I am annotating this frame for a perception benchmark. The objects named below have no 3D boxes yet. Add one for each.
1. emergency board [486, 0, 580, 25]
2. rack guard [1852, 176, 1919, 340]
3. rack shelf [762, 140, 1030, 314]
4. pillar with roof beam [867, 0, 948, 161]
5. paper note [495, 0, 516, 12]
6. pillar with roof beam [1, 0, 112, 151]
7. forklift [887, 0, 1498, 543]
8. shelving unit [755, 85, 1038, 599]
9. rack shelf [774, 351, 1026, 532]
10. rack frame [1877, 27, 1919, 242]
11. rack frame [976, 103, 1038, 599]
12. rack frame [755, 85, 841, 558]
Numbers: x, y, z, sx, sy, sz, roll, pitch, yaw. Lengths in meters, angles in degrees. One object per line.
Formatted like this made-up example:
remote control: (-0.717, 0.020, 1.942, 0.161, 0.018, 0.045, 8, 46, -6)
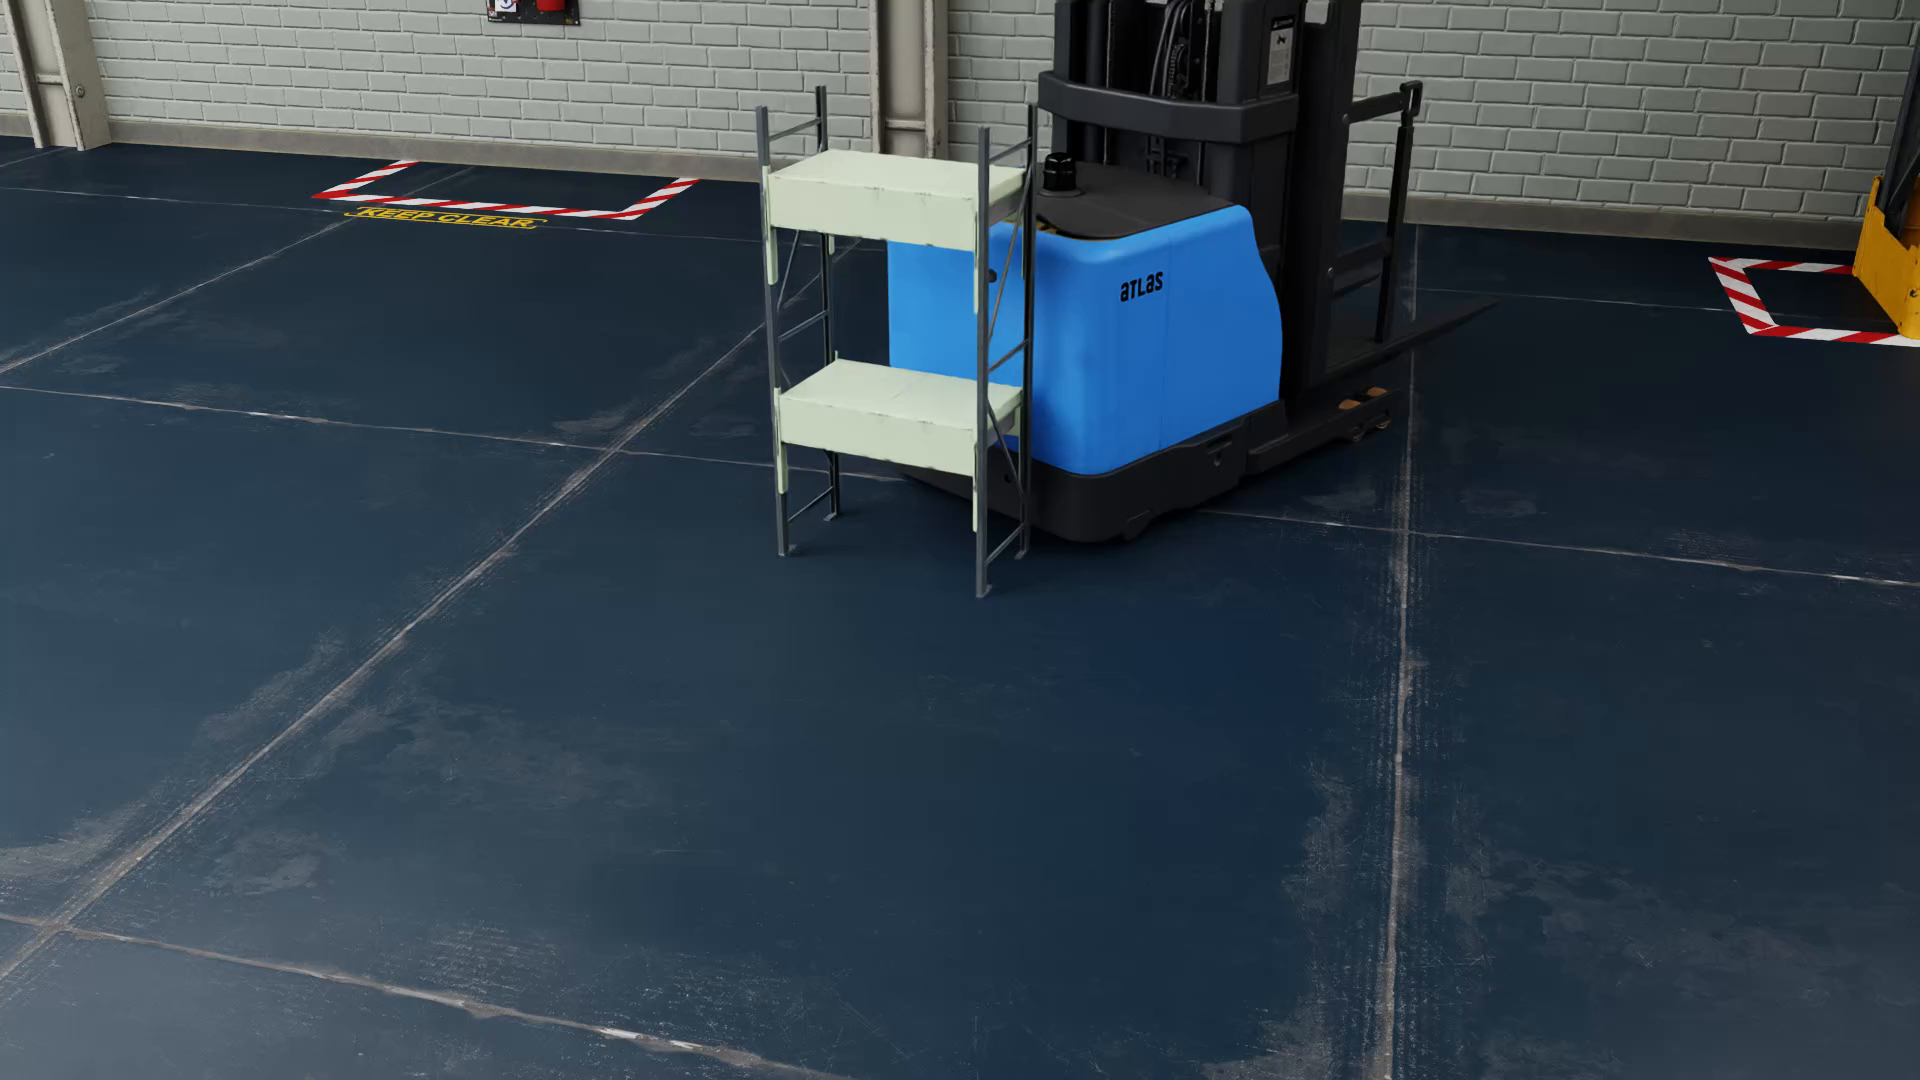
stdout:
emergency board: (-2.686, -3.727, 10.089, 0.643, 1.169, 0.194, 6, 26, 13)
rack guard: (4.689, -1.382, 8.072, 0.348, 0.500, 1.175, 6, 26, 13)
rack shelf: (-0.188, -0.984, 5.164, 0.720, 0.370, 0.431, 11, 28, 22)
pillar with roof beam: (-1.375, -4.363, 4.445, 0.400, 9.000, 9.100, 6, 26, 13)
paper note: (-2.841, -3.377, 10.378, 0.142, 0.148, 0.016, 6, 26, 13)
pillar with roof beam: (-7.186, -5.005, 5.795, 0.400, 9.000, 9.100, 6, 26, 13)
forklift: (1.127, -1.850, 6.226, 1.130, 2.935, 3.031, 23, 34, 40)
shelving unit: (-0.188, -0.632, 5.332, 0.755, 1.500, 0.431, 11, 28, 22)
rack shelf: (-0.188, -0.337, 5.472, 0.720, 0.370, 0.431, 11, 28, 22)
rack frame: (4.615, -2.519, 7.551, 0.127, 3.000, 1.000, 6, 26, 13)
rack frame: (0.144, -0.566, 5.194, 0.023, 1.500, 0.400, 11, 28, 22)
rack frame: (-0.521, -0.697, 5.470, 0.023, 1.500, 0.400, 11, 28, 22)
